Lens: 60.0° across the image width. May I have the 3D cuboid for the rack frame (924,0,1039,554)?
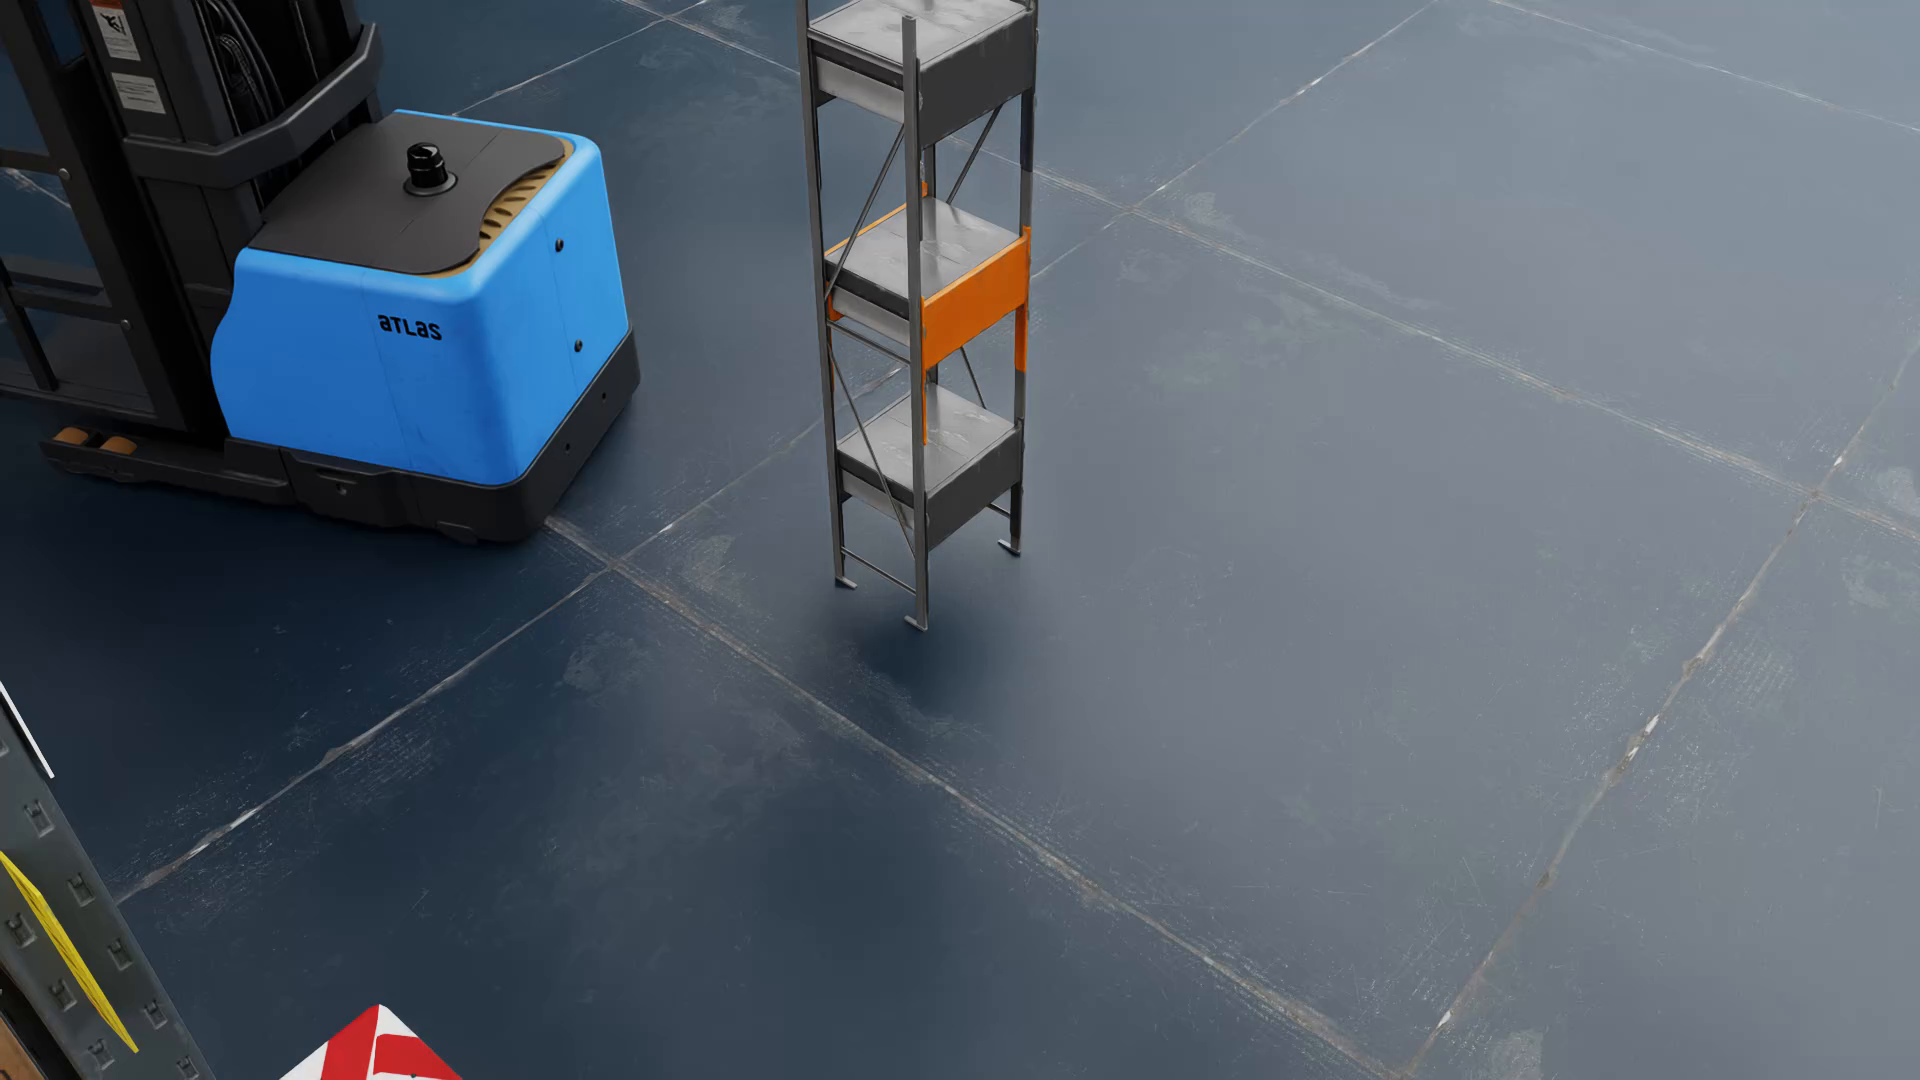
[{"bbox_3d":[0.050,-0.817,5.088,0.400,2.100,0.015,29,50,28],"label":"rack frame"}]

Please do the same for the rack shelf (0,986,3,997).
[{"bbox_3d":[-2.738,2.056,1.794,1.077,0.370,4.000,29,50,28],"label":"rack shelf"}]

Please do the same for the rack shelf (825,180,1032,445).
[{"bbox_3d":[-0.107,-0.682,4.959,0.431,0.518,0.480,29,50,28],"label":"rack shelf"}]

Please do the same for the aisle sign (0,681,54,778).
[{"bbox_3d":[-1.175,-0.108,1.707,0.394,0.787,0.004,29,50,28],"label":"aisle sign"}]

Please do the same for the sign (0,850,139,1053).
[{"bbox_3d":[-1.044,0.486,1.949,0.100,0.325,0.005,29,50,28],"label":"sign"}]

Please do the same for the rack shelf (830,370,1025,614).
[{"bbox_3d":[-0.107,-0.164,5.430,0.431,0.518,0.480,29,50,28],"label":"rack shelf"}]

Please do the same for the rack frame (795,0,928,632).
[{"bbox_3d":[-0.264,-0.566,4.812,0.400,2.100,0.015,29,50,28],"label":"rack frame"}]

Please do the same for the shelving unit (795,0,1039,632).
[{"bbox_3d":[-0.107,-0.692,4.950,0.431,2.100,0.503,29,50,28],"label":"shelving unit"}]

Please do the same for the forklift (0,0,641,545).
[{"bbox_3d":[-2.786,-1.620,5.353,3.031,2.935,1.130,11,43,11],"label":"forklift"}]

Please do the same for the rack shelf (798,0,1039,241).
[{"bbox_3d":[-0.107,-1.199,4.488,0.431,0.518,0.480,29,50,28],"label":"rack shelf"}]
